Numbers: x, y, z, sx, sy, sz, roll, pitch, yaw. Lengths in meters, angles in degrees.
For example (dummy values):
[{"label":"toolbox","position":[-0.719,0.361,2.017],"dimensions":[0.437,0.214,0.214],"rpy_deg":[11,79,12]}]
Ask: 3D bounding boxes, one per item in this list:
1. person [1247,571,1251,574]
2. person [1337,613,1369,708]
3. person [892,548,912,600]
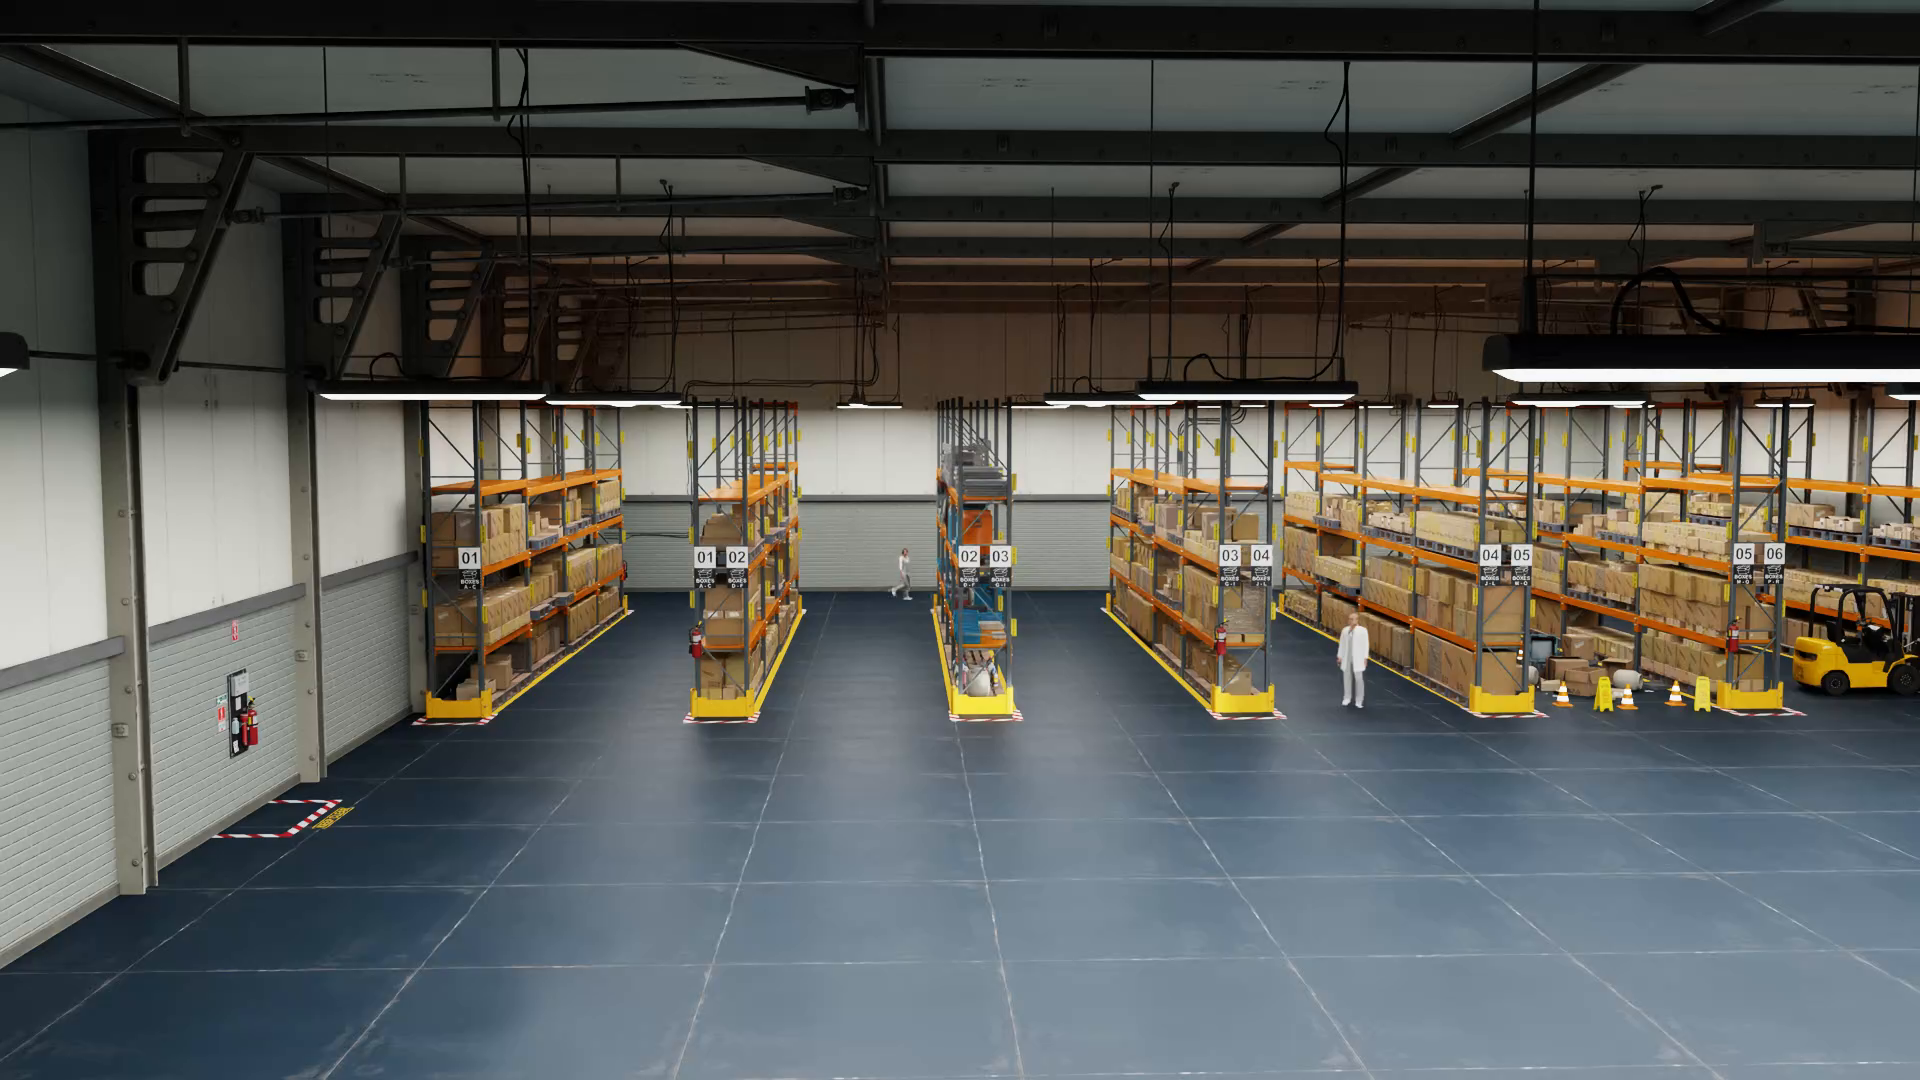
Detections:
[{"label":"person","position":[8.623,1.066,48.870],"dimensions":[0.771,1.760,0.676],"rpy_deg":[0,4,-4]},{"label":"person","position":[7.638,2.336,32.414],"dimensions":[0.626,1.809,0.389],"rpy_deg":[4,6,41]},{"label":"person","position":[-1.743,1.033,50.438],"dimensions":[0.622,1.572,0.428],"rpy_deg":[1,5,13]}]
